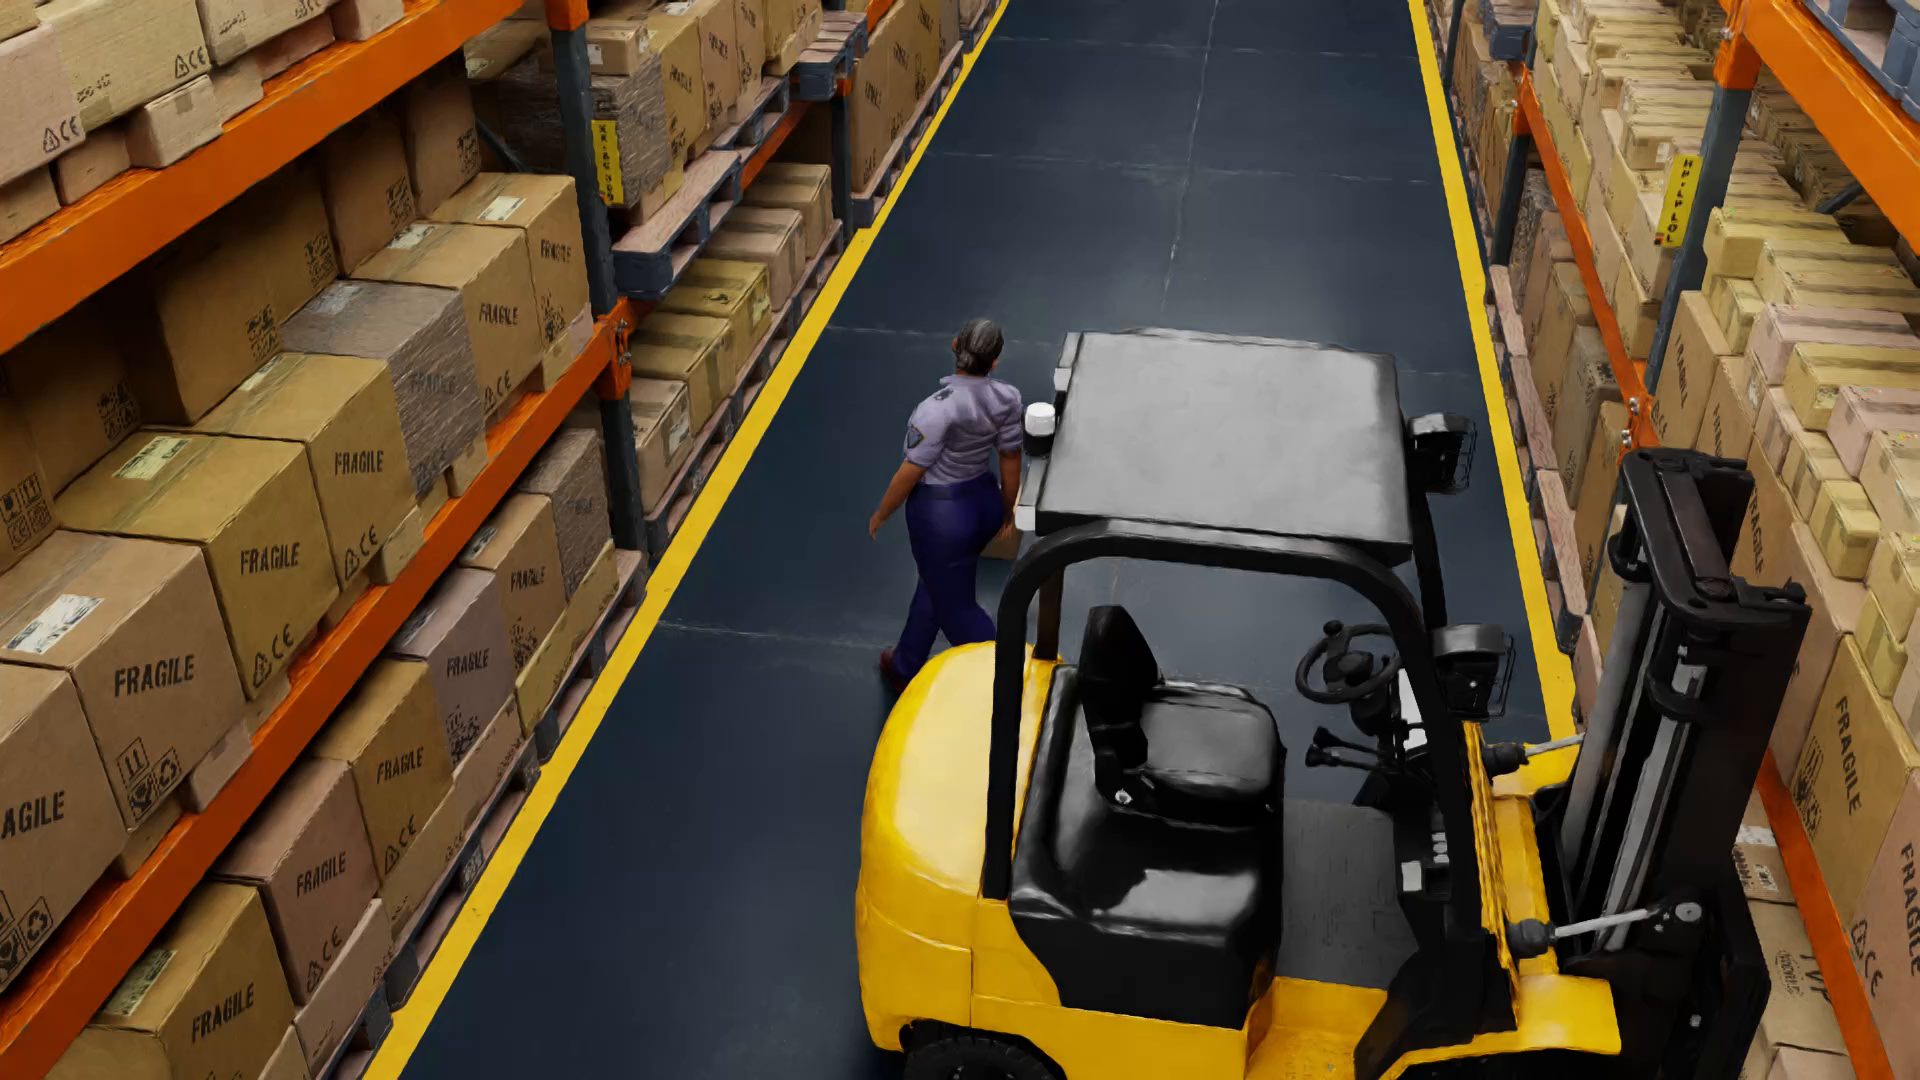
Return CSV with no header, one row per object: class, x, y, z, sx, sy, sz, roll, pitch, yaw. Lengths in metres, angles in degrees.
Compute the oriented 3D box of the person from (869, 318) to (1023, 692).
person,-0.042,-0.075,6.318,0.681,1.600,0.528,21,38,29
